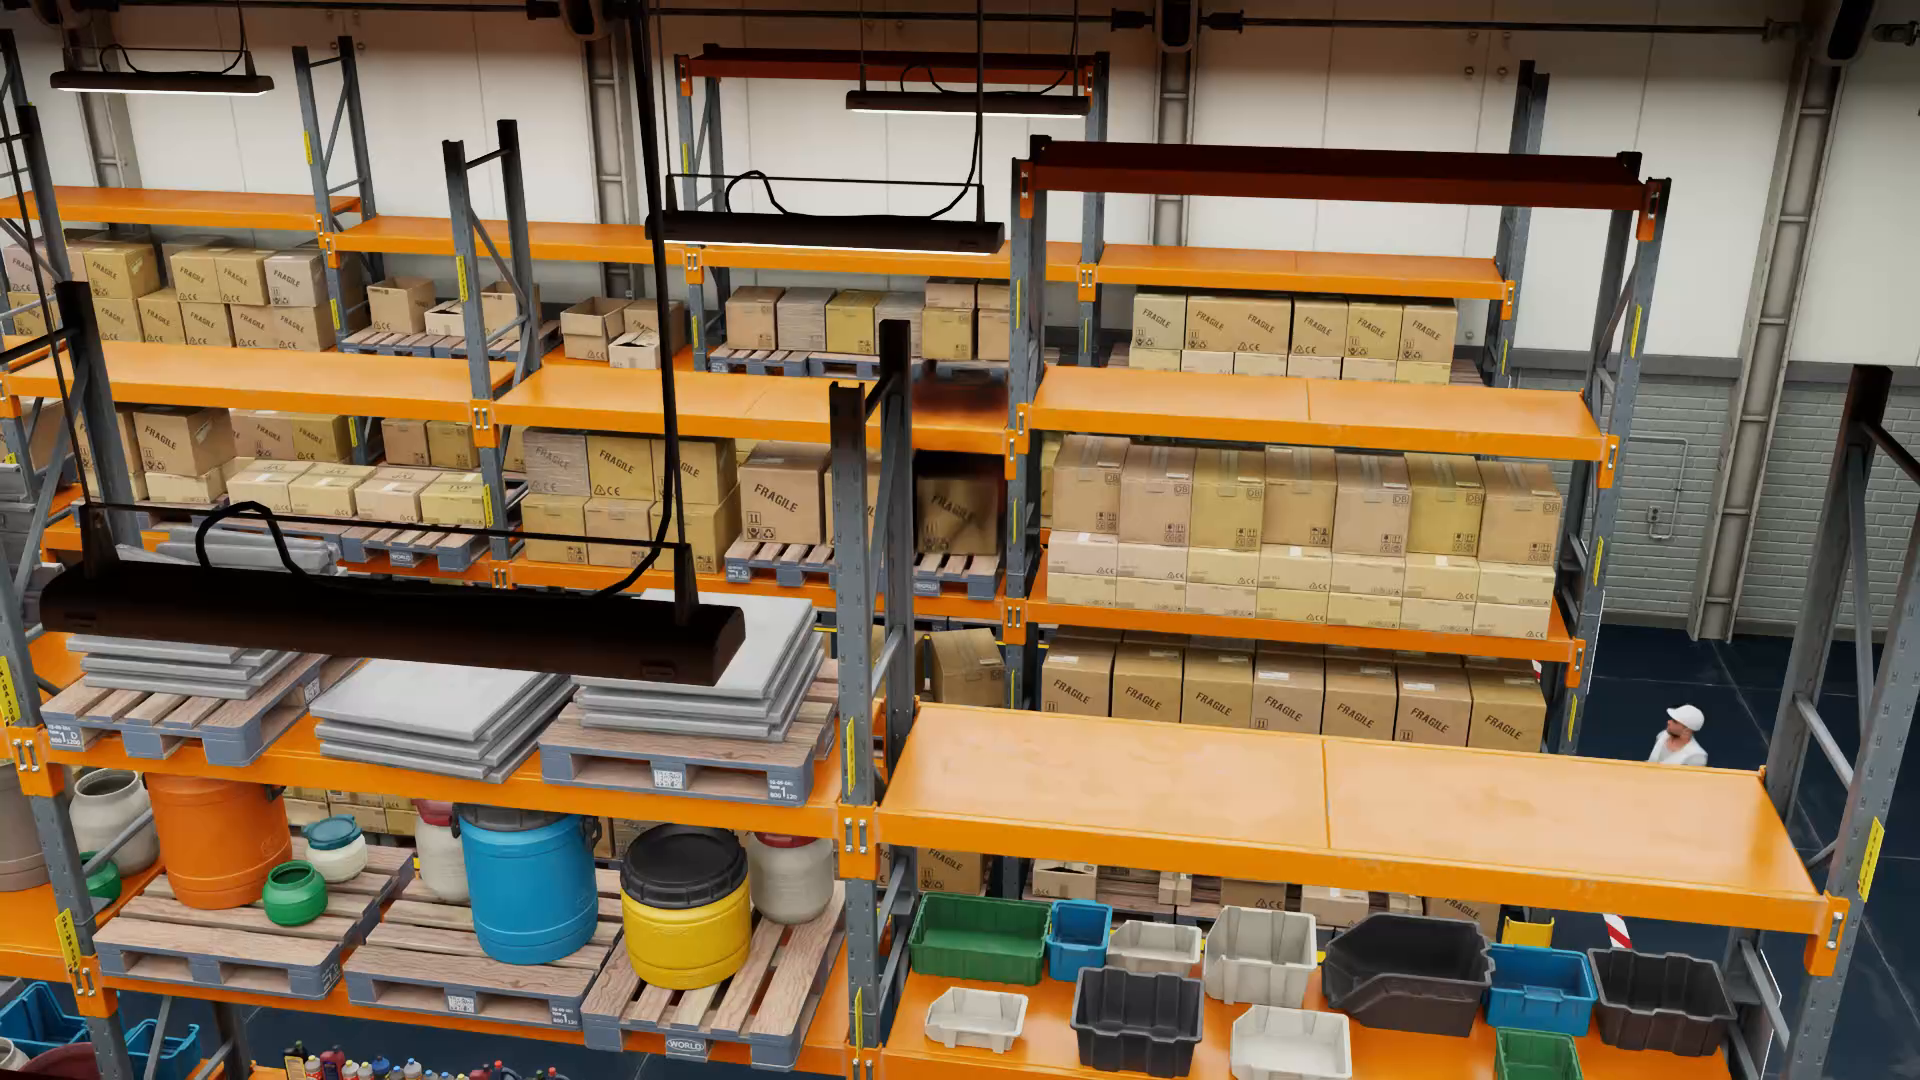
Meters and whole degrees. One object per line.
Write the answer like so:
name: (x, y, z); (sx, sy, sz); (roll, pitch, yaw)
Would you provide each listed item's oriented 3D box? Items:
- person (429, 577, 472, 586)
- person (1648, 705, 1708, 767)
person: (-5.085, 0.693, 16.629); (0.518, 1.704, 0.376); (6, 24, 13)
person: (5.536, 2.095, 13.155); (0.586, 1.782, 0.593); (-16, 28, -32)
